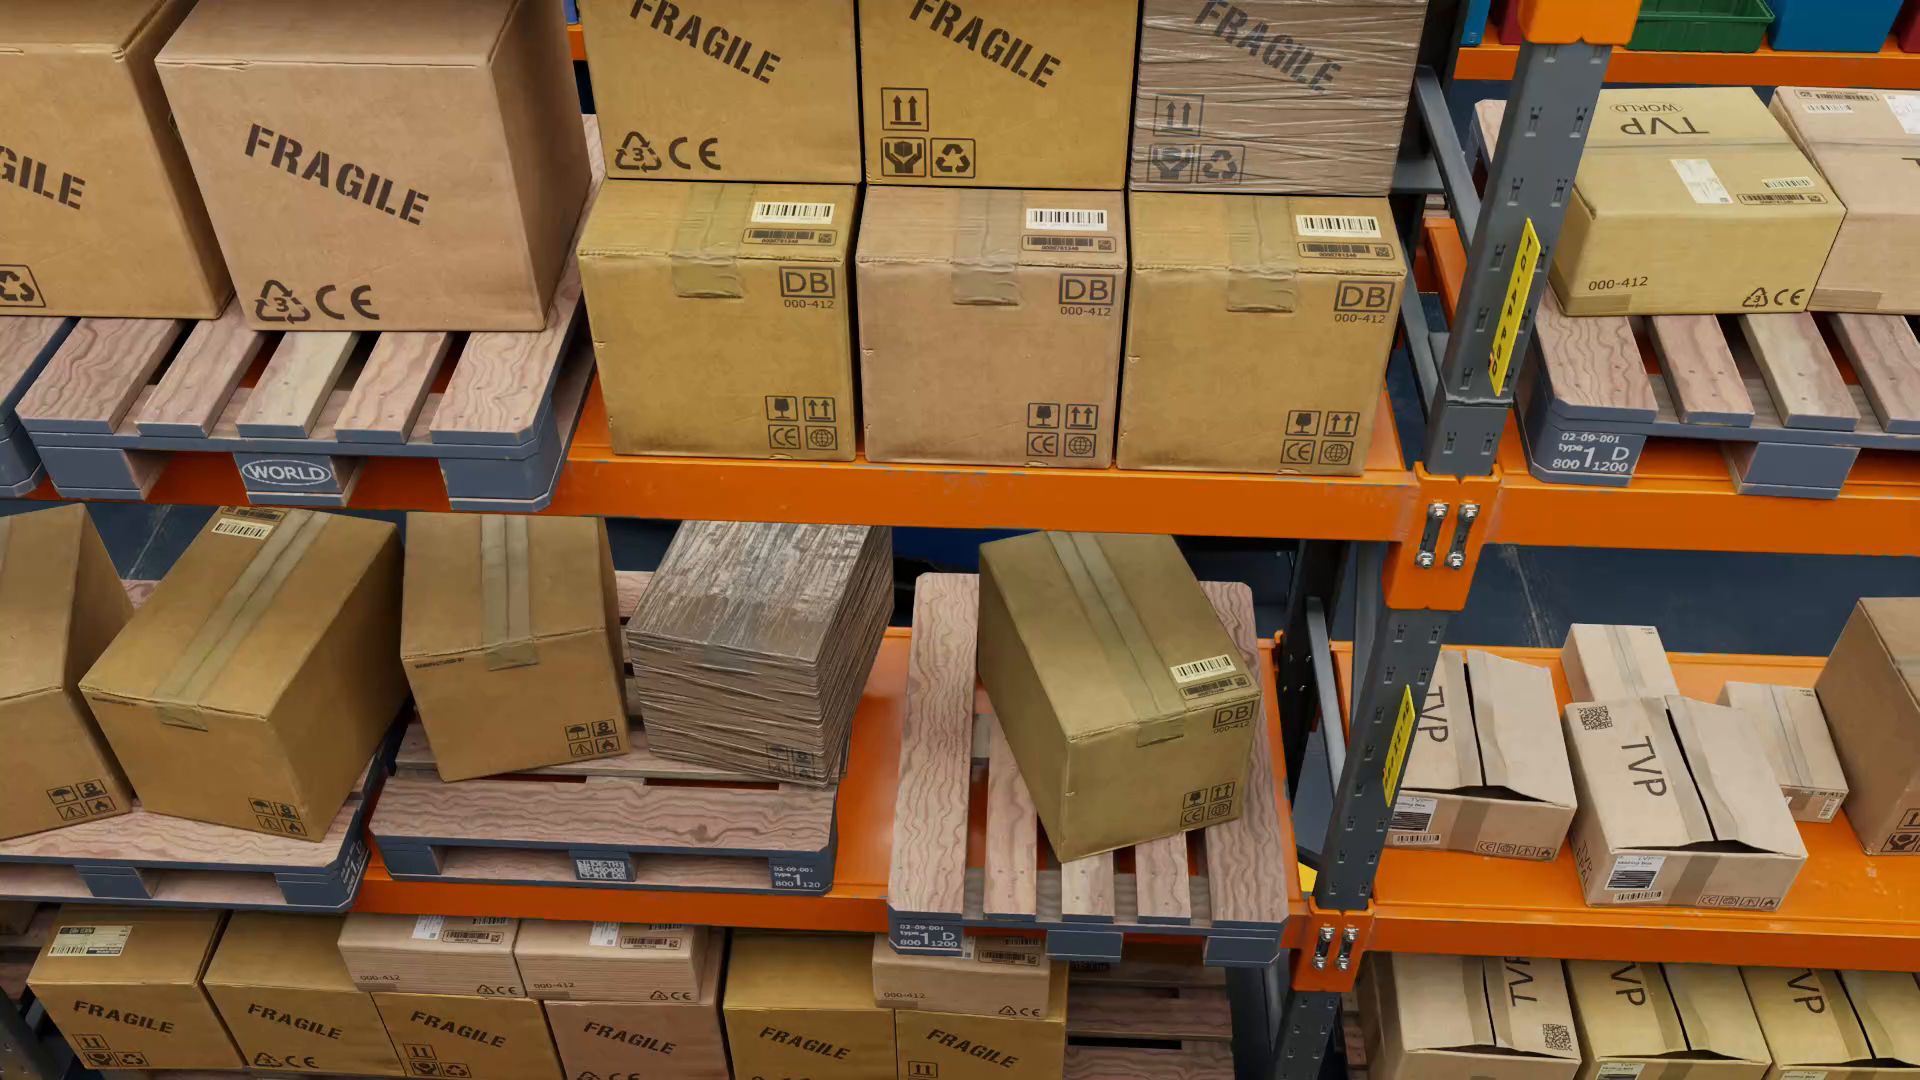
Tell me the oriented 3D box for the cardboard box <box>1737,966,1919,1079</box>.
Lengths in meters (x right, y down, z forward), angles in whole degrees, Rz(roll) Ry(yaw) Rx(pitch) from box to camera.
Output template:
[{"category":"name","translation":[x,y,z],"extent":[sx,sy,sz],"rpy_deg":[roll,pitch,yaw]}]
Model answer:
[{"category":"cardboard box","translation":[2.568,1.391,4.939],"extent":[0.500,0.311,0.500],"rpy_deg":[1,43,1]}]

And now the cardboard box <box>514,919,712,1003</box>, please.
[{"category":"cardboard box","translation":[-1.000,1.083,4.933],"extent":[0.500,0.250,0.500],"rpy_deg":[1,43,1]}]

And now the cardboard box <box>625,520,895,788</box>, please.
[{"category":"cardboard box","translation":[-0.516,0.210,4.528],"extent":[0.500,0.500,0.700],"rpy_deg":[9,44,10]}]

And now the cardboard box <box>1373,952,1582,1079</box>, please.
[{"category":"cardboard box","translation":[1.534,1.364,4.969],"extent":[0.500,0.311,0.500],"rpy_deg":[3,43,3]}]

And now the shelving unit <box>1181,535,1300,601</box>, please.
[{"category":"shelving unit","translation":[1.159,-0.611,6.447],"extent":[0.503,2.100,0.431],"rpy_deg":[-1,43,-2]}]

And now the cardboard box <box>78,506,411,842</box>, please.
[{"category":"cardboard box","translation":[-1.819,0.332,4.397],"extent":[0.500,0.500,0.700],"rpy_deg":[8,44,9]}]

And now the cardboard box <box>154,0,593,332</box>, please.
[{"category":"cardboard box","translation":[-1.140,-0.842,3.383],"extent":[0.600,0.600,0.600],"rpy_deg":[0,43,0]}]

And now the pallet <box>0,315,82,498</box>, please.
[{"category":"pallet","translation":[-2.324,-0.583,3.698],"extent":[1.003,0.211,1.213],"rpy_deg":[2,43,2]}]

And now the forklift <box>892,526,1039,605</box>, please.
[{"category":"forklift","translation":[-0.630,-1.231,6.507],"extent":[3.031,2.935,1.130],"rpy_deg":[12,44,12]}]

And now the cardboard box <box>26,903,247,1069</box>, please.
[{"category":"cardboard box","translation":[-2.500,1.312,5.237],"extent":[0.500,0.500,0.500],"rpy_deg":[0,43,0]}]

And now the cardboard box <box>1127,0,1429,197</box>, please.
[{"category":"cardboard box","translation":[0.588,-1.017,3.219],"extent":[0.500,0.500,0.500],"rpy_deg":[2,43,2]}]

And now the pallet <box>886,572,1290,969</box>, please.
[{"category":"pallet","translation":[0.343,0.598,4.634],"extent":[1.003,0.211,1.213],"rpy_deg":[2,43,2]}]

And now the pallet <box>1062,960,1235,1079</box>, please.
[{"category":"pallet","translation":[0.280,1.472,5.600],"extent":[1.213,0.211,1.003],"rpy_deg":[2,43,2]}]

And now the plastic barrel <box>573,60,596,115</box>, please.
[{"category":"plastic barrel","translation":[-2.203,-2.353,8.892],"extent":[0.708,0.901,0.600],"rpy_deg":[2,43,2]}]

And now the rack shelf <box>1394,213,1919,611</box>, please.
[{"category":"rack shelf","translation":[3.022,-0.272,3.754],"extent":[4.000,0.370,1.077],"rpy_deg":[2,43,2]}]

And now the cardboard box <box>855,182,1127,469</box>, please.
[{"category":"cardboard box","translation":[0.077,-0.640,3.548],"extent":[0.500,0.500,0.910],"rpy_deg":[2,43,2]}]

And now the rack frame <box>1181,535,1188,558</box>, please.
[{"category":"rack frame","translation":[0.915,-0.607,6.440],"extent":[0.015,2.100,0.400],"rpy_deg":[-1,43,-2]}]

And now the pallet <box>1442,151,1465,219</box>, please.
[{"category":"pallet","translation":[3.238,-1.763,9.072],"extent":[1.213,0.211,1.003],"rpy_deg":[2,43,2]}]

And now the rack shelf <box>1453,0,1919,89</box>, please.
[{"category":"rack shelf","translation":[3.249,-2.548,8.397],"extent":[4.000,0.370,1.077],"rpy_deg":[2,43,2]}]

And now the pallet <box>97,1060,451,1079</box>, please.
[{"category":"pallet","translation":[-2.158,1.397,5.681],"extent":[1.213,0.211,1.003],"rpy_deg":[2,43,2]}]

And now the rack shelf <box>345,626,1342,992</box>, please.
[{"category":"rack shelf","translation":[-0.974,0.702,4.909],"extent":[4.000,0.370,1.077],"rpy_deg":[2,43,2]}]

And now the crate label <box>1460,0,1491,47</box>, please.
[{"category":"crate label","translation":[2.231,-2.671,7.976],"extent":[0.616,0.435,0.502],"rpy_deg":[2,43,2]}]

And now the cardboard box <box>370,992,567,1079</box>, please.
[{"category":"cardboard box","translation":[-1.468,1.341,5.206],"extent":[0.500,0.500,0.500],"rpy_deg":[2,43,2]}]

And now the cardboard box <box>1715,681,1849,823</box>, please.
[{"category":"cardboard box","translation":[2.300,0.593,4.682],"extent":[0.250,0.149,0.380],"rpy_deg":[5,43,5]}]

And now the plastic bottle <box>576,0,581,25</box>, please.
[{"category":"plastic bottle","translation":[-1.820,-2.641,8.064],"extent":[0.097,0.271,0.097],"rpy_deg":[0,43,0]}]

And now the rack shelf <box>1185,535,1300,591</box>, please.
[{"category":"rack shelf","translation":[1.152,-0.089,6.933],"extent":[0.480,0.518,0.431],"rpy_deg":[-1,43,-2]}]

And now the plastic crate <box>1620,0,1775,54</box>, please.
[{"category":"plastic crate","translation":[3.494,-2.533,8.010],"extent":[0.662,0.188,0.450],"rpy_deg":[2,43,2]}]

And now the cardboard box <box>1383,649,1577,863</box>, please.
[{"category":"cardboard box","translation":[1.385,0.574,4.584],"extent":[0.500,0.311,0.500],"rpy_deg":[4,43,5]}]

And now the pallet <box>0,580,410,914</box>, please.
[{"category":"pallet","translation":[-2.179,0.547,4.689],"extent":[1.213,0.211,1.003],"rpy_deg":[2,43,2]}]

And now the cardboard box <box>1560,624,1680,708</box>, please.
[{"category":"cardboard box","translation":[1.935,0.432,4.856],"extent":[0.250,0.149,0.380],"rpy_deg":[2,43,2]}]

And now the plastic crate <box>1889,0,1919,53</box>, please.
[{"category":"plastic crate","translation":[4.749,-2.579,7.857],"extent":[0.583,0.464,0.402],"rpy_deg":[2,43,2]}]

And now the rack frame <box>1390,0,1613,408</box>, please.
[{"category":"rack frame","translation":[1.024,-1.695,2.553],"extent":[0.127,3.000,1.000],"rpy_deg":[2,43,2]}]

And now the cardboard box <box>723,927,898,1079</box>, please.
[{"category":"cardboard box","translation":[-0.438,1.369,5.176],"extent":[0.500,0.500,0.500],"rpy_deg":[0,43,0]}]

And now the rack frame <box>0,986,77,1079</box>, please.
[{"category":"rack frame","translation":[-2.972,0.378,4.729],"extent":[0.127,3.000,1.000],"rpy_deg":[2,43,2]}]

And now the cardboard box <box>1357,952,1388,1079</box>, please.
[{"category":"cardboard box","translation":[1.534,1.569,5.160],"extent":[0.500,0.250,0.500],"rpy_deg":[2,43,2]}]

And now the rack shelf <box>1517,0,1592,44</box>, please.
[{"category":"rack shelf","translation":[-0.974,-1.346,3.000],"extent":[4.000,0.370,1.077],"rpy_deg":[2,43,2]}]

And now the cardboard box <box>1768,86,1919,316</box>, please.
[{"category":"cardboard box","translation":[2.004,-0.716,3.505],"extent":[0.500,0.250,0.500],"rpy_deg":[3,43,3]}]

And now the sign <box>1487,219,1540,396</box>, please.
[{"category":"sign","translation":[0.997,-0.417,3.002],"extent":[0.005,0.325,0.100],"rpy_deg":[2,43,2]}]

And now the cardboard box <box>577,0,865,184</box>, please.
[{"category":"cardboard box","translation":[-0.431,-1.049,3.253],"extent":[0.500,0.500,0.500],"rpy_deg":[2,43,2]}]

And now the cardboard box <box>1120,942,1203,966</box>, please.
[{"category":"cardboard box","translation":[0.582,1.046,5.524],"extent":[0.500,0.500,0.500],"rpy_deg":[3,43,4]}]
